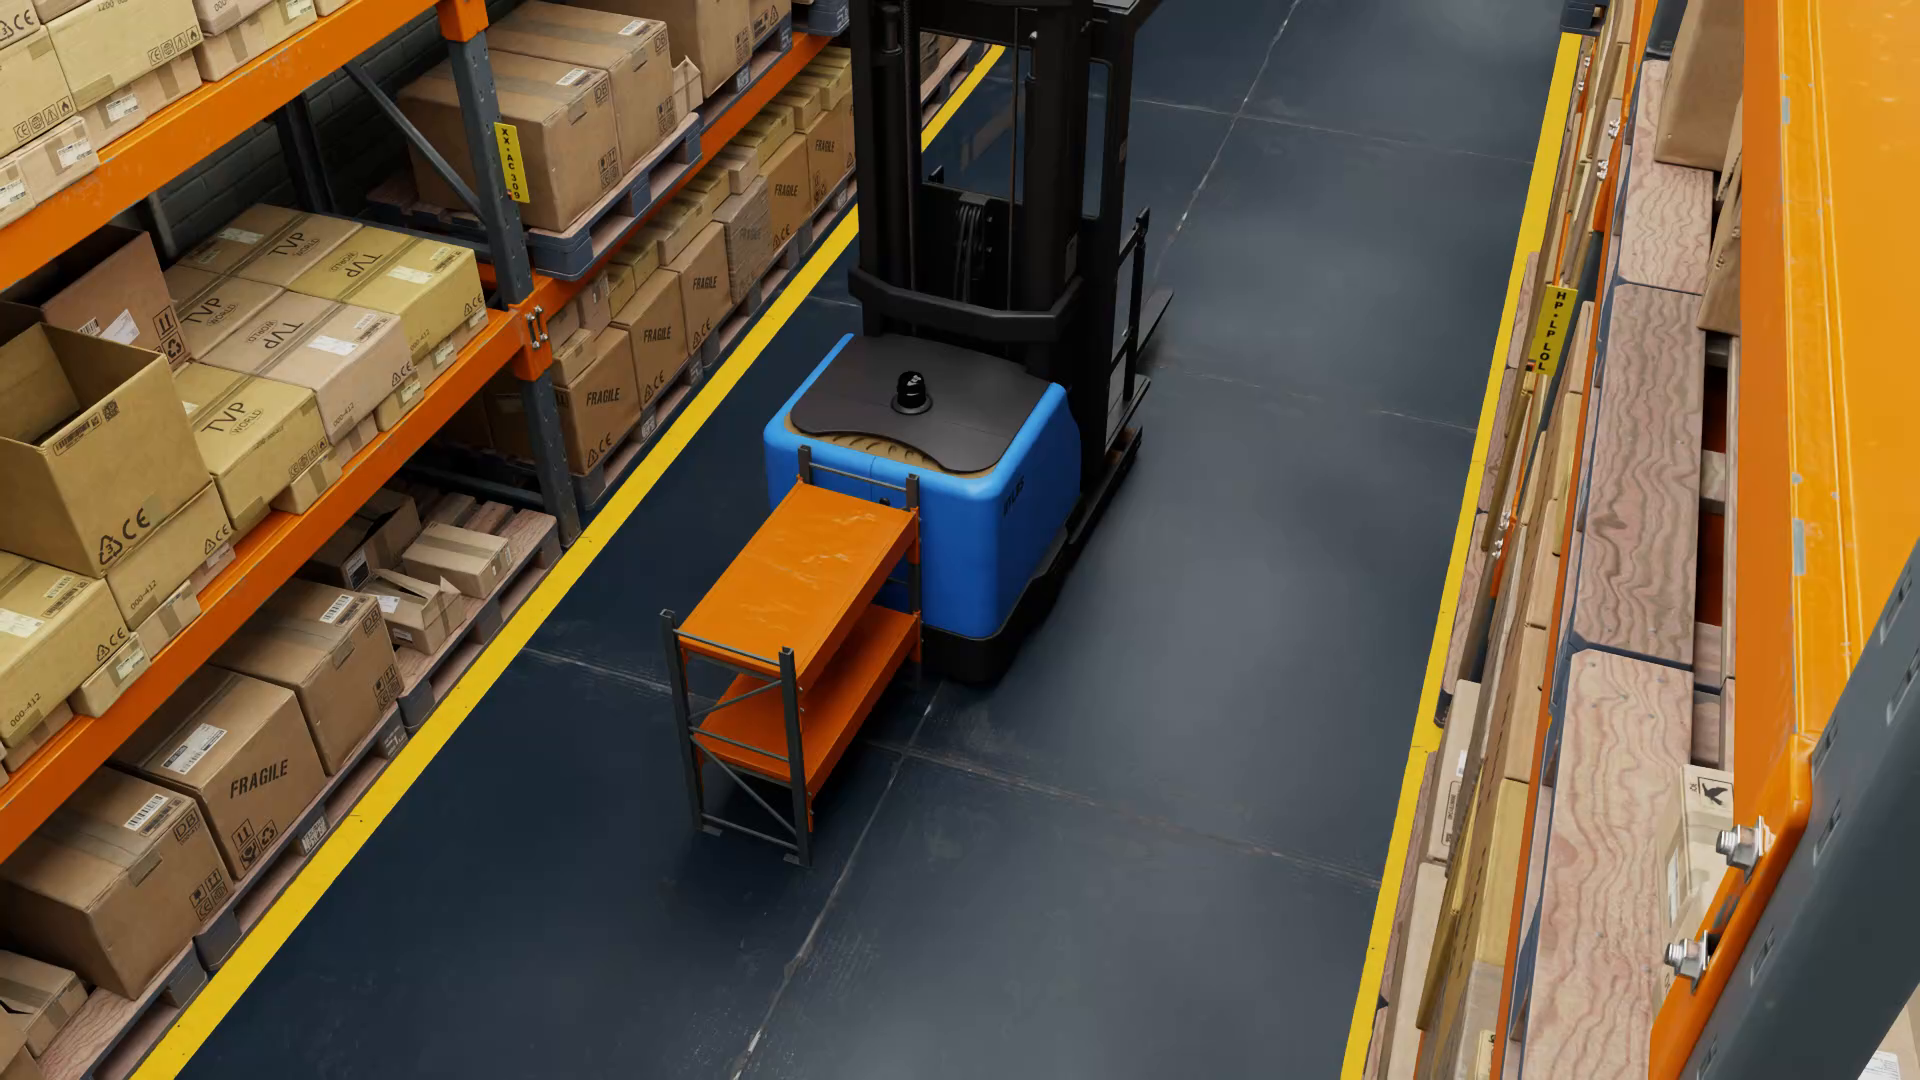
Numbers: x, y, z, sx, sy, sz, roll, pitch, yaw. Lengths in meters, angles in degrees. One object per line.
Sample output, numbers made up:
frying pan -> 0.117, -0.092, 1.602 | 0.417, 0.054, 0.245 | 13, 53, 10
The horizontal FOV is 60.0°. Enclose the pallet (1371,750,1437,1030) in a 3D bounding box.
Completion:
pallet -> 2.083, 1.362, 5.944 | 1.003, 0.211, 1.213 | 13, 42, 15

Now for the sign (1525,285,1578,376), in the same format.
sign -> 1.904, -0.670, 5.347 | 0.100, 0.325, 0.005 | 13, 42, 15

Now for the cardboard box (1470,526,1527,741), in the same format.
cardboard box -> 1.835, 0.351, 4.904 | 0.500, 0.500, 0.500 | 14, 42, 15

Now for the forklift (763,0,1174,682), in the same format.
forklift -> 0.245, -1.487, 7.188 | 1.130, 2.935, 3.031 | 15, 43, 17

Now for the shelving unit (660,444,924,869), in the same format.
shelving unit -> -0.589, 0.433, 6.329 | 0.538, 1.125, 1.048 | 16, 43, 17

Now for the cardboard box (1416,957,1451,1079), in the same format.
cardboard box -> 1.318, 1.285, 3.809 | 0.500, 0.500, 0.500 | 14, 43, 16

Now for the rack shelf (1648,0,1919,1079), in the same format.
rack shelf -> 1.733, -0.782, 2.549 | 1.077, 0.370, 4.000 | 13, 42, 15

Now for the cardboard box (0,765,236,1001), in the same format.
cardboard box -> -2.989, 1.122, 5.680 | 0.700, 0.500, 0.500 | 15, 43, 17

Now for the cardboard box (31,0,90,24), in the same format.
cardboard box -> -2.542, -1.652, 4.519 | 0.500, 0.250, 0.500 | 14, 42, 16

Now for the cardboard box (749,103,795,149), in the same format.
cardboard box -> -1.140, -2.307, 9.199 | 0.380, 0.149, 0.250 | 14, 43, 16

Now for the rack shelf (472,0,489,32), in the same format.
rack shelf -> -1.565, -3.332, 7.541 | 1.077, 0.370, 4.000 | 13, 42, 15

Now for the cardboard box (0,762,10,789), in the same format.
cardboard box -> -3.002, 0.677, 4.792 | 0.380, 0.149, 0.250 | 15, 43, 16

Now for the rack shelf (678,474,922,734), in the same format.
rack shelf -> -0.589, 0.211, 6.139 | 0.538, 0.278, 1.000 | 16, 43, 17

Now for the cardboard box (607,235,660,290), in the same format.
cardboard box -> -1.696, -1.375, 8.107 | 0.380, 0.149, 0.250 | 13, 42, 14

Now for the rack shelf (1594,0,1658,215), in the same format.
rack shelf -> 3.101, -2.232, 6.252 | 1.077, 0.370, 4.000 | 13, 42, 15

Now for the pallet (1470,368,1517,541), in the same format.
pallet -> 3.026, -0.318, 7.914 | 1.003, 0.211, 1.213 | 13, 42, 15

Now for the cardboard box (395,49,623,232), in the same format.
cardboard box -> -1.873, -1.688, 6.970 | 0.700, 0.500, 0.500 | 14, 43, 16

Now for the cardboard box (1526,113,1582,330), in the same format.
cardboard box -> 3.471, -1.533, 8.503 | 0.875, 0.875, 0.875 | 13, 42, 15

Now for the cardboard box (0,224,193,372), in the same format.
cardboard box -> -3.008, -0.737, 5.564 | 0.500, 0.500, 0.500 | 12, 42, 14

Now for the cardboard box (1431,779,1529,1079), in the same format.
cardboard box -> 1.314, 0.903, 3.487 | 0.500, 0.500, 0.500 | 13, 42, 15

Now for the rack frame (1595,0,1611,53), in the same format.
rack frame -> 3.785, -2.585, 8.422 | 1.000, 3.000, 0.127 | 13, 42, 15

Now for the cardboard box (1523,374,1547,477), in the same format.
cardboard box -> 2.333, -0.418, 5.997 | 0.500, 0.250, 0.500 | 12, 42, 14

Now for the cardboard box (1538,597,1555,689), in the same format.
cardboard box -> 1.527, 0.249, 3.753 | 0.380, 0.149, 0.250 | 13, 42, 15

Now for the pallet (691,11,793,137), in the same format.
pallet -> -1.542, -2.424, 8.382 | 1.003, 0.211, 1.213 | 13, 42, 15

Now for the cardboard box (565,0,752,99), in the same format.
cardboard box -> -1.428, -2.482, 7.901 | 0.700, 0.500, 0.500 | 13, 42, 15

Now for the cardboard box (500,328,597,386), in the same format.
cardboard box -> -1.876, -0.860, 7.503 | 0.380, 0.149, 0.250 | 15, 43, 17

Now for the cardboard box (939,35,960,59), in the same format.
cardboard box -> -0.439, -3.718, 11.257 | 0.875, 0.625, 0.625 | 15, 43, 16

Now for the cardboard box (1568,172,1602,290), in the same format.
cardboard box -> 2.334, -0.892, 5.590 | 0.500, 0.500, 0.500 | 15, 43, 16

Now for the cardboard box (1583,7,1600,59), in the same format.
cardboard box -> 4.733, -3.425, 11.108 | 0.950, 0.372, 0.625 | 16, 43, 18

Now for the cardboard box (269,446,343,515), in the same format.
cardboard box -> -2.431, -0.255, 5.885 | 0.380, 0.149, 0.250 | 13, 42, 14

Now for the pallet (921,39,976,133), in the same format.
pallet -> -0.563, -3.117, 11.194 | 1.003, 0.211, 1.213 | 13, 42, 15

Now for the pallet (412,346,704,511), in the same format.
pallet -> -2.006, -0.688, 8.348 | 1.003, 0.211, 1.213 | 13, 42, 15

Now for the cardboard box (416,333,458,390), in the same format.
cardboard box -> -2.189, -0.735, 6.447 | 0.380, 0.149, 0.250 | 14, 43, 16

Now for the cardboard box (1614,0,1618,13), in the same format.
cardboard box -> 3.386, -2.757, 7.776 | 0.500, 0.500, 0.500 | 12, 42, 14

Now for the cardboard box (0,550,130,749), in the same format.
cardboard box -> -2.866, 0.305, 4.922 | 0.500, 0.250, 0.500 | 13, 42, 14

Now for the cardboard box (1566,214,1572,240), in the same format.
cardboard box -> 2.872, -1.347, 7.087 | 0.500, 0.250, 0.500 | 13, 42, 15

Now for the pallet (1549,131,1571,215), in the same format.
pallet -> 4.053, -2.000, 9.885 | 1.003, 0.211, 1.213 | 13, 42, 15

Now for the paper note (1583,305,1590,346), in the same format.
paper note -> 1.220, -0.418, 3.245 | 0.006, 0.032, 0.123 | 13, 42, 15

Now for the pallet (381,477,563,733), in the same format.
pallet -> -2.485, 0.235, 7.266 | 1.003, 0.211, 1.213 | 13, 42, 15

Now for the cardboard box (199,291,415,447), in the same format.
cardboard box -> -2.351, -0.627, 6.014 | 0.500, 0.250, 0.500 | 13, 42, 15

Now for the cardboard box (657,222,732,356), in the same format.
cardboard box -> -1.524, -1.329, 8.552 | 0.500, 0.500, 0.500 | 12, 42, 14

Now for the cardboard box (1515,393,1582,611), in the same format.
cardboard box -> 1.848, -0.020, 4.569 | 0.500, 0.500, 0.500 | 13, 42, 15

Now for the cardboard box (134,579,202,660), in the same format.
cardboard box -> -2.688, 0.211, 5.338 | 0.380, 0.149, 0.250 | 14, 42, 16

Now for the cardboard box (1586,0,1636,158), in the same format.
cardboard box -> 2.859, -1.833, 6.693 | 0.500, 0.500, 0.500 | 14, 42, 16

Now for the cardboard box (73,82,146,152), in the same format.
cardboard box -> -2.568, -1.234, 4.722 | 0.380, 0.149, 0.250 | 14, 42, 16

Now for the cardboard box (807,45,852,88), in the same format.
cardboard box -> -0.812, -2.782, 9.756 | 0.380, 0.149, 0.250 | 11, 42, 13

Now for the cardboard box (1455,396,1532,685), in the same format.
cardboard box -> 2.554, 0.108, 6.580 | 0.875, 0.875, 0.875 | 15, 43, 16

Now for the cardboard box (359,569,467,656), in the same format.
cardboard box -> -2.285, 0.259, 6.872 | 0.396, 0.266, 0.258 | 15, 43, 17

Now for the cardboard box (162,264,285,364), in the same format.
cardboard box -> -2.837, -0.751, 6.159 | 0.500, 0.250, 0.500 | 13, 42, 15

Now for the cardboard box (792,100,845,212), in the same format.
cardboard box -> -1.005, -2.284, 9.672 | 0.500, 0.500, 0.500 | 13, 42, 14

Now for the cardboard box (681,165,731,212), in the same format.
cardboard box -> -1.424, -1.841, 8.653 | 0.380, 0.149, 0.250 | 13, 42, 15

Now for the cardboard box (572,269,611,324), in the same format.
cardboard box -> -1.832, -1.142, 7.605 | 0.380, 0.149, 0.250 | 11, 42, 13

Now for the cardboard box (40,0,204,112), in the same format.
cardboard box -> -2.532, -1.463, 4.682 | 0.500, 0.250, 0.500 | 14, 42, 16

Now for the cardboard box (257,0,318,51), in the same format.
cardboard box -> -2.281, -1.695, 5.261 | 0.380, 0.149, 0.250 | 15, 43, 17

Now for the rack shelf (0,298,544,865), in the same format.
rack shelf -> -2.933, 0.249, 5.655 | 1.077, 0.370, 4.000 | 13, 42, 15

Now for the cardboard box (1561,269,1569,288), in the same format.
cardboard box -> 2.503, -0.908, 6.187 | 0.500, 0.250, 0.500 | 14, 43, 16

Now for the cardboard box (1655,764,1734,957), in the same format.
cardboard box -> 1.187, 0.483, 2.308 | 0.380, 0.149, 0.250 | 10, 42, 12

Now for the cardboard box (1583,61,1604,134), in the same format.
cardboard box -> 3.020, -1.847, 7.288 | 0.500, 0.250, 0.500 | 13, 42, 15
